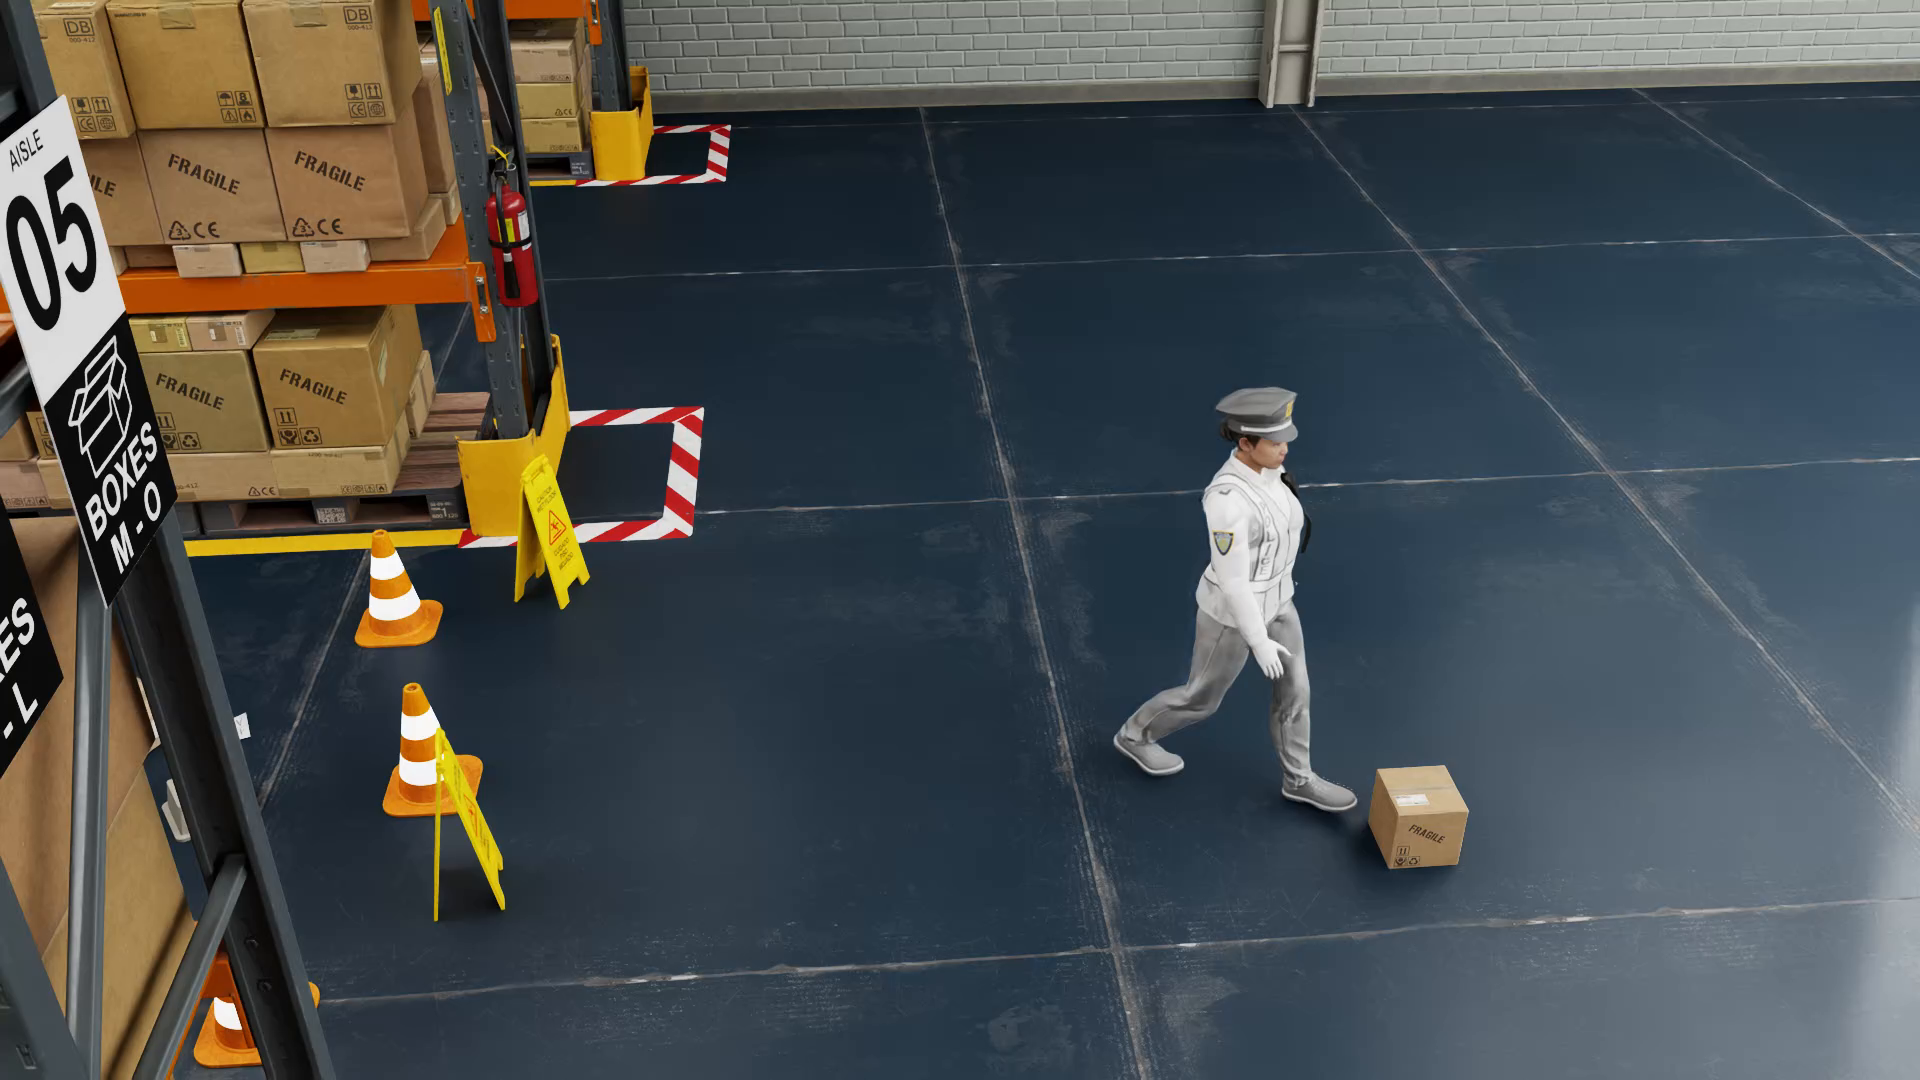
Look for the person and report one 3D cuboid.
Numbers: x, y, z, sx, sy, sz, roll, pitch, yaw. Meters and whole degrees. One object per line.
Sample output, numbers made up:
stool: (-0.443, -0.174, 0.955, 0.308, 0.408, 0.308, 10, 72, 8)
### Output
person: (0.993, 0.232, 5.742, 0.893, 1.640, 0.511, 20, 37, 30)
